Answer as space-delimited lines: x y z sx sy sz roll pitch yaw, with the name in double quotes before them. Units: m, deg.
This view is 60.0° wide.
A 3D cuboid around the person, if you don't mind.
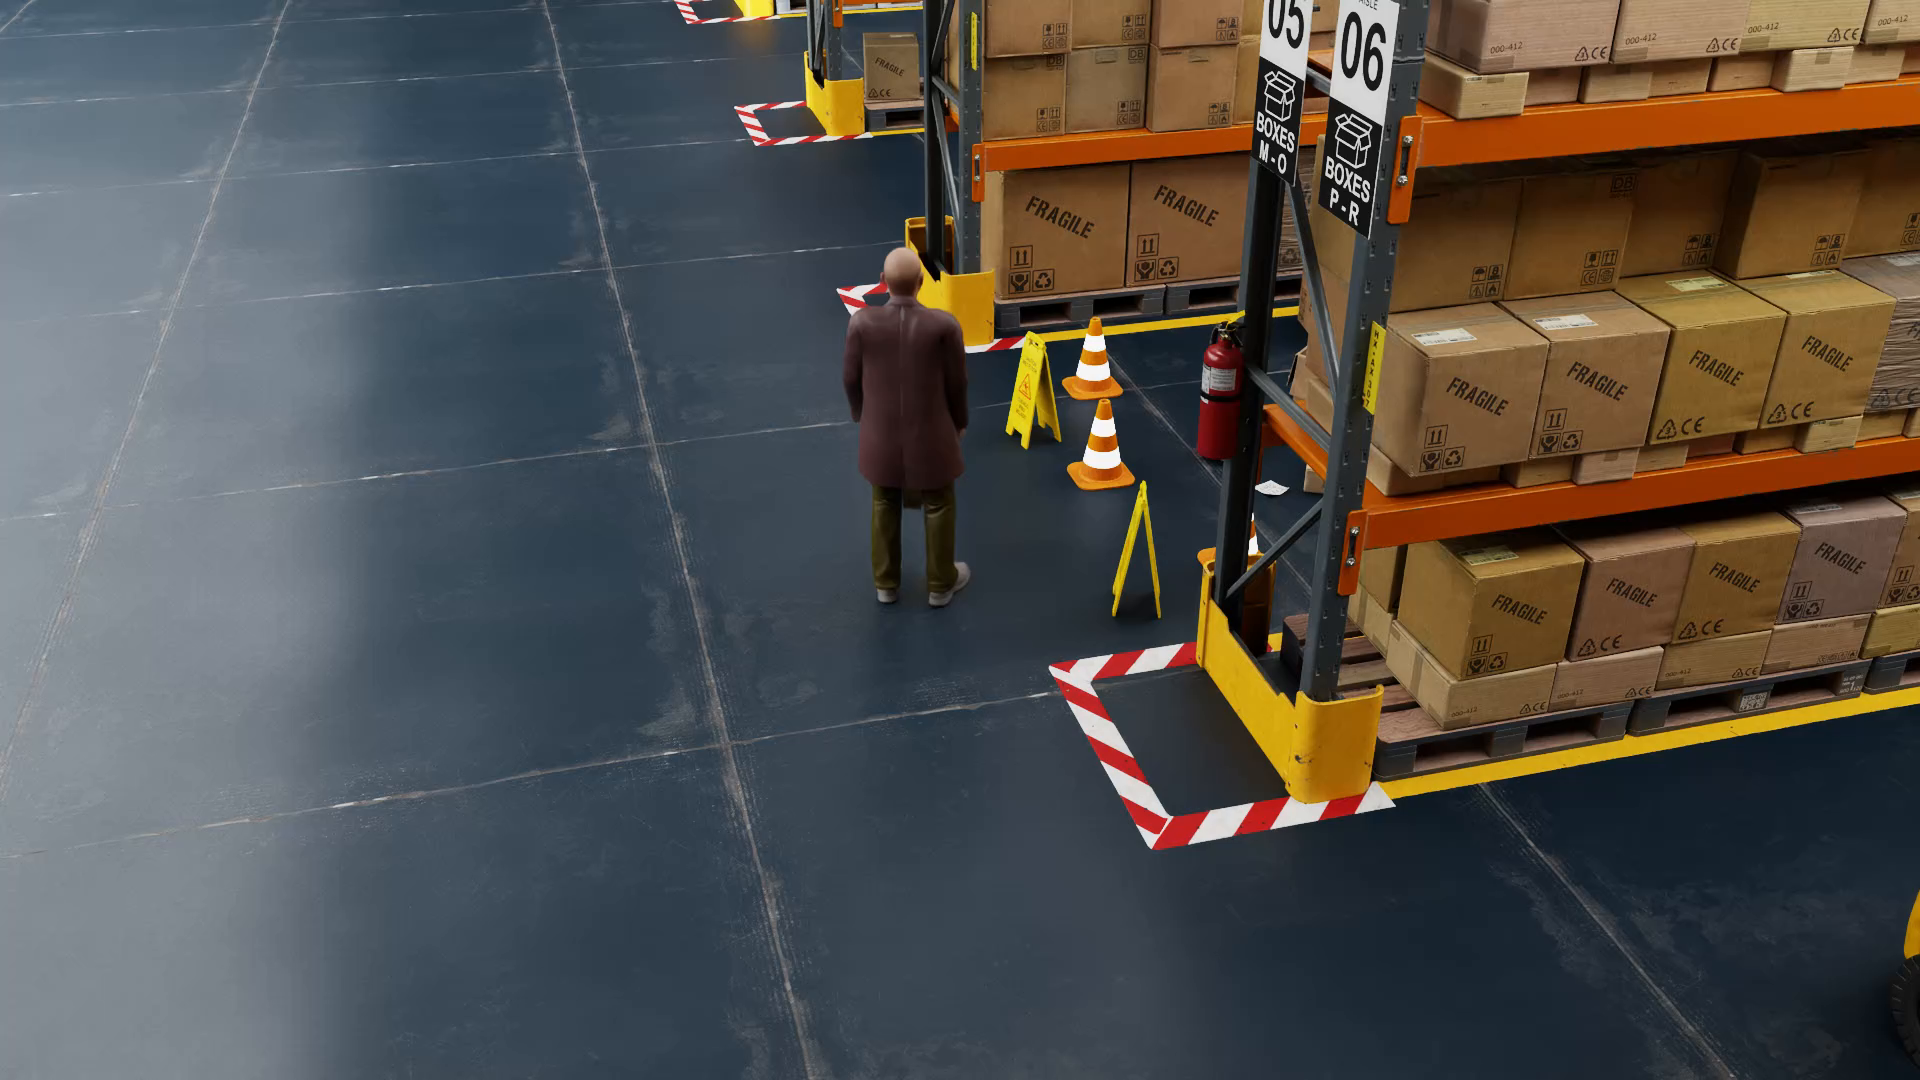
"person" -0.256 -0.523 7.879 0.656 1.774 0.416 4 30 7
